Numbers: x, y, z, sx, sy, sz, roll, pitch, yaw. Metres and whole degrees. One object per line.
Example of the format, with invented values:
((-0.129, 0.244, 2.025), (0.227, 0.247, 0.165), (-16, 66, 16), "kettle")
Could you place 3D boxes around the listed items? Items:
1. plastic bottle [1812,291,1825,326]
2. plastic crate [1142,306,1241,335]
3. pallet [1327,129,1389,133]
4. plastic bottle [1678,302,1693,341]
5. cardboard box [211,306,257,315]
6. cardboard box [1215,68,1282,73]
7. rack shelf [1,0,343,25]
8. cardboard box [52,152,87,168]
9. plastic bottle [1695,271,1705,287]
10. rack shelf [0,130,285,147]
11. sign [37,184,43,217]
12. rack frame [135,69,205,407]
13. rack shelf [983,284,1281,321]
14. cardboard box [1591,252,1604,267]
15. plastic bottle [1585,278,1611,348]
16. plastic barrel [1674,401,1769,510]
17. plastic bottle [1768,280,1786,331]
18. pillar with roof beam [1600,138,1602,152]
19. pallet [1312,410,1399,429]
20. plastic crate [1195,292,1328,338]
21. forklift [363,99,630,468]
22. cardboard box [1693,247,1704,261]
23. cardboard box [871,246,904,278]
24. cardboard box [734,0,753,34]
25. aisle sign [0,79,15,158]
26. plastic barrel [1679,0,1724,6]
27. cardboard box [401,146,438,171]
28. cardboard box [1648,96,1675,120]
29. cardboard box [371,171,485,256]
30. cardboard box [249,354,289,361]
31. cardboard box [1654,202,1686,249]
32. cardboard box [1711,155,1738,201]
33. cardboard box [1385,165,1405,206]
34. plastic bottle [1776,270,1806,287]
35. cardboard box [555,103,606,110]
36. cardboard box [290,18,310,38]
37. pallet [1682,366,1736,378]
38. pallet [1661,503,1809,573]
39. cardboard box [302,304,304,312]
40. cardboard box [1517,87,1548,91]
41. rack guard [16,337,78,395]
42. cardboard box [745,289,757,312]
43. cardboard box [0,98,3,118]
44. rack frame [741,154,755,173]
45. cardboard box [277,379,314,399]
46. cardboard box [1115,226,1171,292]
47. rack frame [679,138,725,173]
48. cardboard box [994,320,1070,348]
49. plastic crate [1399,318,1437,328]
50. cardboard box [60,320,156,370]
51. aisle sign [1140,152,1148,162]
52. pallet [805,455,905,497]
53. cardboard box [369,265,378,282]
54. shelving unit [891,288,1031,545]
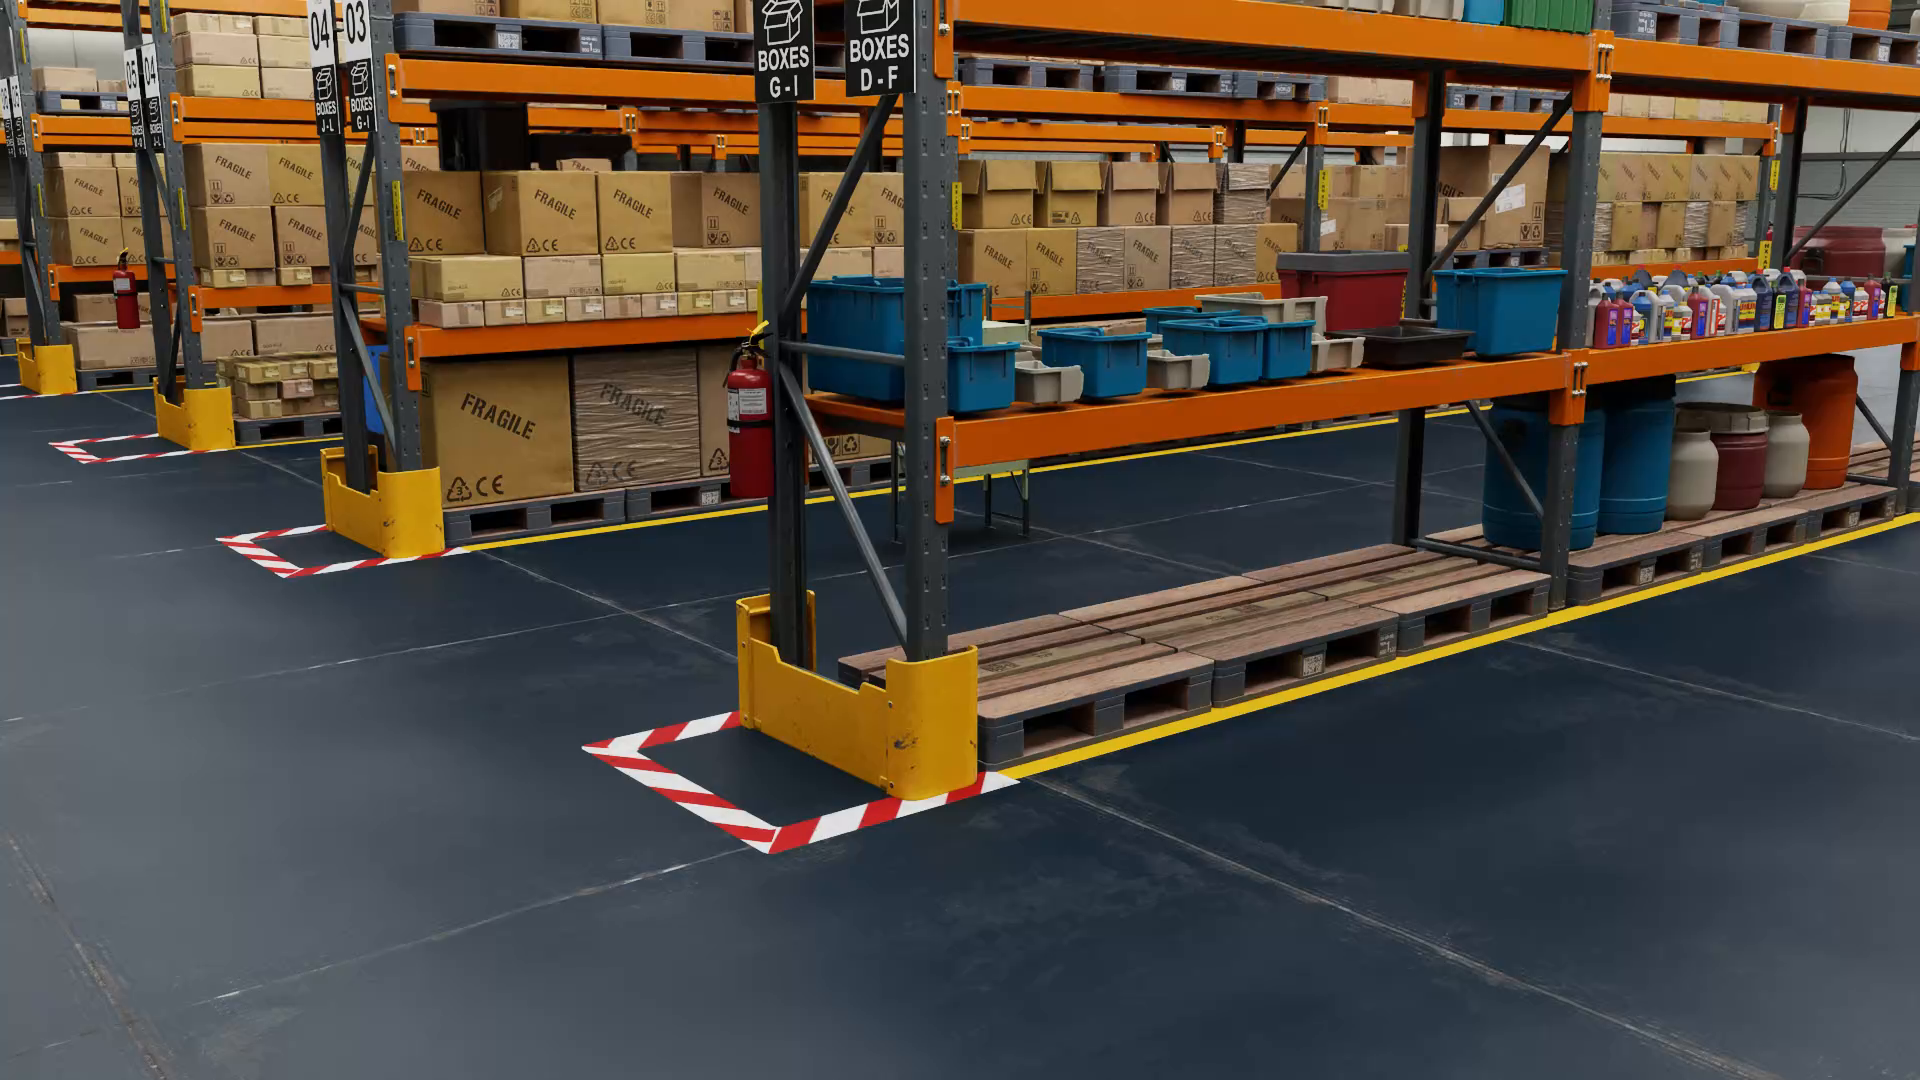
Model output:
((5.060, -1.371, 9.843), (0.097, 0.201, 0.097), (0, 12, 0), "plastic bottle")
((1.043, -0.925, 7.523), (0.300, 0.233, 0.416), (-9, 15, -38), "plastic crate")
((5.407, -5.693, 22.709), (1.213, 0.211, 1.003), (-9, 15, -38), "pallet")
((3.868, -1.173, 8.911), (0.097, 0.201, 0.097), (0, 12, 0), "plastic bottle")
((-10.329, -3.247, 23.660), (0.500, 0.311, 0.500), (-9, 15, -36), "cardboard box")
((2.321, -4.144, 13.940), (0.637, 0.503, 0.797), (-8, 15, -34), "cardboard box")
((-8.123, -5.727, 18.129), (4.000, 0.370, 1.077), (-9, 15, -38), "rack shelf")
((-9.235, -3.937, 17.238), (0.250, 0.149, 0.380), (-9, 15, -36), "cardboard box")
((4.632, -1.547, 10.474), (0.133, 0.283, 0.061), (-9, 15, -38), "plastic bottle")
((-11.227, -5.260, 22.189), (4.000, 0.370, 1.077), (-9, 15, -38), "rack shelf")
((-9.343, -3.452, 16.888), (0.005, 0.325, 0.100), (-9, 15, -38), "sign")
((-6.514, -2.291, 13.695), (0.127, 3.000, 1.000), (-9, 15, -38), "rack frame")
((1.191, -1.900, 13.586), (4.000, 0.370, 1.077), (-9, 15, -38), "rack shelf")
((6.435, -2.917, 17.248), (0.250, 0.149, 0.380), (-9, 15, -38), "cardboard box")
((3.232, -1.163, 8.503), (0.185, 0.351, 0.144), (-9, 15, -38), "plastic bottle")
((4.593, -0.521, 10.155), (0.708, 0.588, 0.600), (-9, 15, -38), "plastic barrel")
((4.656, -1.339, 9.496), (0.133, 0.283, 0.061), (-9, 15, -38), "plastic bottle")
((20.028, -11.368, 41.998), (0.548, 9.000, 9.100), (-9, 15, -38), "pillar with roof beam")
((3.364, -1.248, 15.499), (1.213, 0.211, 1.003), (-9, 15, -38), "pallet")
((1.416, -0.992, 7.719), (0.530, 0.282, 0.437), (-9, 15, -38), "plastic crate")
((-3.220, -2.130, 13.103), (3.031, 2.935, 1.130), (-10, 16, -39), "forklift")
((8.121, -3.227, 18.710), (0.250, 0.149, 0.380), (-9, 15, -38), "cardboard box")
((-0.552, -1.964, 11.803), (0.500, 0.250, 0.500), (-10, 15, -39), "cardboard box")
((-1.367, -3.582, 11.064), (0.500, 0.500, 0.700), (-8, 15, -35), "cardboard box")
((-9.935, -4.393, 17.337), (0.004, 0.787, 0.394), (-9, 15, -38), "aisle sign")
((3.960, -3.353, 9.258), (0.708, 0.901, 0.600), (-9, 15, -38), "plastic barrel")
((-4.792, -3.186, 14.549), (0.500, 0.500, 0.500), (-10, 16, -39), "cardboard box")
((7.192, -4.573, 17.584), (0.500, 0.250, 0.500), (-10, 16, -40), "cardboard box")
((-3.278, -2.018, 10.250), (0.500, 0.500, 0.500), (-9, 15, -37), "cardboard box")
((-6.027, -1.526, 14.512), (0.250, 0.149, 0.380), (-9, 15, -37), "cardboard box")
((7.422, -3.472, 18.299), (0.500, 0.500, 0.875), (-9, 15, -38), "cardboard box")
((8.337, -4.055, 18.642), (0.500, 0.500, 0.500), (-9, 15, -38), "cardboard box")
((5.666, -4.927, 23.147), (0.550, 0.550, 0.875), (-9, 15, -38), "cardboard box")
((5.402, -1.619, 10.829), (0.135, 0.276, 0.152), (-9, 15, -38), "plastic bottle")
((-3.605, -4.096, 15.337), (0.500, 0.250, 0.500), (-9, 15, -36), "cardboard box")
((-5.461, -4.214, 13.730), (0.250, 0.149, 0.380), (-9, 15, -37), "cardboard box")
((8.284, -2.076, 19.396), (1.213, 0.211, 1.003), (-9, 15, -38), "pallet")
((4.305, -0.077, 9.985), (1.213, 0.211, 1.003), (-9, 15, -38), "pallet")
((-9.467, -3.498, 24.390), (0.500, 0.500, 0.500), (-10, 15, -38), "cardboard box")
((5.447, -4.708, 16.600), (0.637, 0.503, 0.797), (-10, 16, -40), "cardboard box")
((-9.704, -1.855, 17.659), (0.348, 0.500, 1.175), (-9, 15, -38), "rack guard")
((-1.408, -1.610, 11.093), (0.250, 0.149, 0.380), (-10, 15, -39), "cardboard box")
((-12.272, -5.438, 20.939), (0.500, 0.250, 0.500), (-10, 15, -38), "cardboard box")
((-3.419, -5.442, 28.536), (0.127, 3.000, 1.000), (-9, 15, -38), "rack frame")
((-5.695, -1.300, 14.165), (0.250, 0.149, 0.380), (-10, 15, -38), "cardboard box")
((1.328, -2.258, 13.302), (0.500, 0.500, 0.500), (-9, 15, -37), "cardboard box")
((-3.438, -4.118, 22.303), (0.127, 3.000, 1.000), (-9, 15, -38), "rack frame")
((0.116, -1.245, 12.872), (0.875, 0.875, 1.225), (-9, 15, -37), "cardboard box")
((2.271, -1.052, 8.352), (0.243, 0.136, 0.396), (-9, 15, -38), "plastic crate")
((-9.232, -2.134, 18.116), (0.875, 0.438, 0.875), (-10, 16, -40), "cardboard box")
((3.038, -6.389, 26.738), (0.004, 0.787, 0.394), (-9, 15, -38), "aisle sign")
((-1.014, -0.542, 12.174), (1.213, 0.211, 1.003), (-9, 15, -38), "pallet")
((-5.086, -2.337, 14.518), (0.250, 0.149, 0.380), (-10, 15, -39), "cardboard box")
((0.005, -0.735, 9.977), (0.755, 1.500, 0.431), (-9, 15, -38), "shelving unit")
